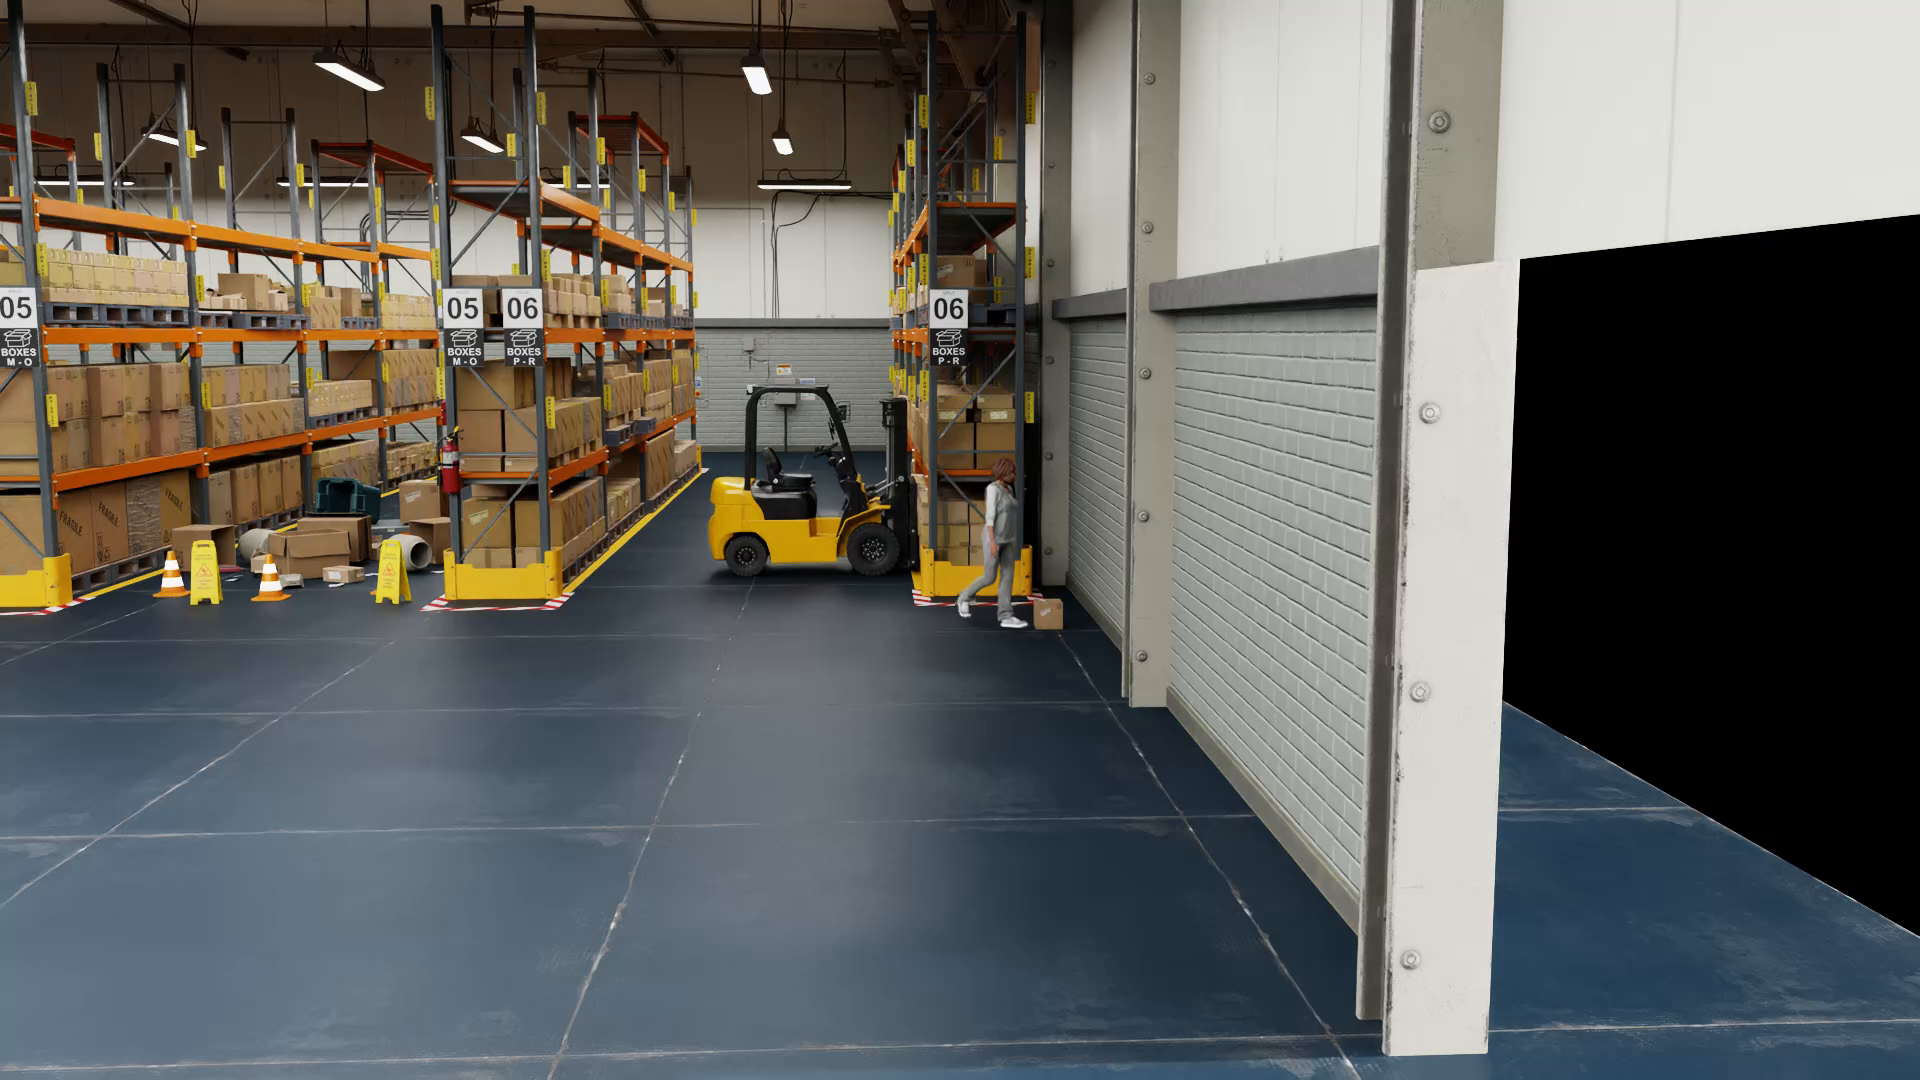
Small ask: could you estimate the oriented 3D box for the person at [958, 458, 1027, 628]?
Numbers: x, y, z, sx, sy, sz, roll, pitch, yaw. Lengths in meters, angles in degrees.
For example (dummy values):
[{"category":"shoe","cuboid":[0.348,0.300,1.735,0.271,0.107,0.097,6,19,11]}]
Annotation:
[{"category":"person","cuboid":[0.311,0.017,15.604,0.769,1.571,0.487,5,8,32]}]
